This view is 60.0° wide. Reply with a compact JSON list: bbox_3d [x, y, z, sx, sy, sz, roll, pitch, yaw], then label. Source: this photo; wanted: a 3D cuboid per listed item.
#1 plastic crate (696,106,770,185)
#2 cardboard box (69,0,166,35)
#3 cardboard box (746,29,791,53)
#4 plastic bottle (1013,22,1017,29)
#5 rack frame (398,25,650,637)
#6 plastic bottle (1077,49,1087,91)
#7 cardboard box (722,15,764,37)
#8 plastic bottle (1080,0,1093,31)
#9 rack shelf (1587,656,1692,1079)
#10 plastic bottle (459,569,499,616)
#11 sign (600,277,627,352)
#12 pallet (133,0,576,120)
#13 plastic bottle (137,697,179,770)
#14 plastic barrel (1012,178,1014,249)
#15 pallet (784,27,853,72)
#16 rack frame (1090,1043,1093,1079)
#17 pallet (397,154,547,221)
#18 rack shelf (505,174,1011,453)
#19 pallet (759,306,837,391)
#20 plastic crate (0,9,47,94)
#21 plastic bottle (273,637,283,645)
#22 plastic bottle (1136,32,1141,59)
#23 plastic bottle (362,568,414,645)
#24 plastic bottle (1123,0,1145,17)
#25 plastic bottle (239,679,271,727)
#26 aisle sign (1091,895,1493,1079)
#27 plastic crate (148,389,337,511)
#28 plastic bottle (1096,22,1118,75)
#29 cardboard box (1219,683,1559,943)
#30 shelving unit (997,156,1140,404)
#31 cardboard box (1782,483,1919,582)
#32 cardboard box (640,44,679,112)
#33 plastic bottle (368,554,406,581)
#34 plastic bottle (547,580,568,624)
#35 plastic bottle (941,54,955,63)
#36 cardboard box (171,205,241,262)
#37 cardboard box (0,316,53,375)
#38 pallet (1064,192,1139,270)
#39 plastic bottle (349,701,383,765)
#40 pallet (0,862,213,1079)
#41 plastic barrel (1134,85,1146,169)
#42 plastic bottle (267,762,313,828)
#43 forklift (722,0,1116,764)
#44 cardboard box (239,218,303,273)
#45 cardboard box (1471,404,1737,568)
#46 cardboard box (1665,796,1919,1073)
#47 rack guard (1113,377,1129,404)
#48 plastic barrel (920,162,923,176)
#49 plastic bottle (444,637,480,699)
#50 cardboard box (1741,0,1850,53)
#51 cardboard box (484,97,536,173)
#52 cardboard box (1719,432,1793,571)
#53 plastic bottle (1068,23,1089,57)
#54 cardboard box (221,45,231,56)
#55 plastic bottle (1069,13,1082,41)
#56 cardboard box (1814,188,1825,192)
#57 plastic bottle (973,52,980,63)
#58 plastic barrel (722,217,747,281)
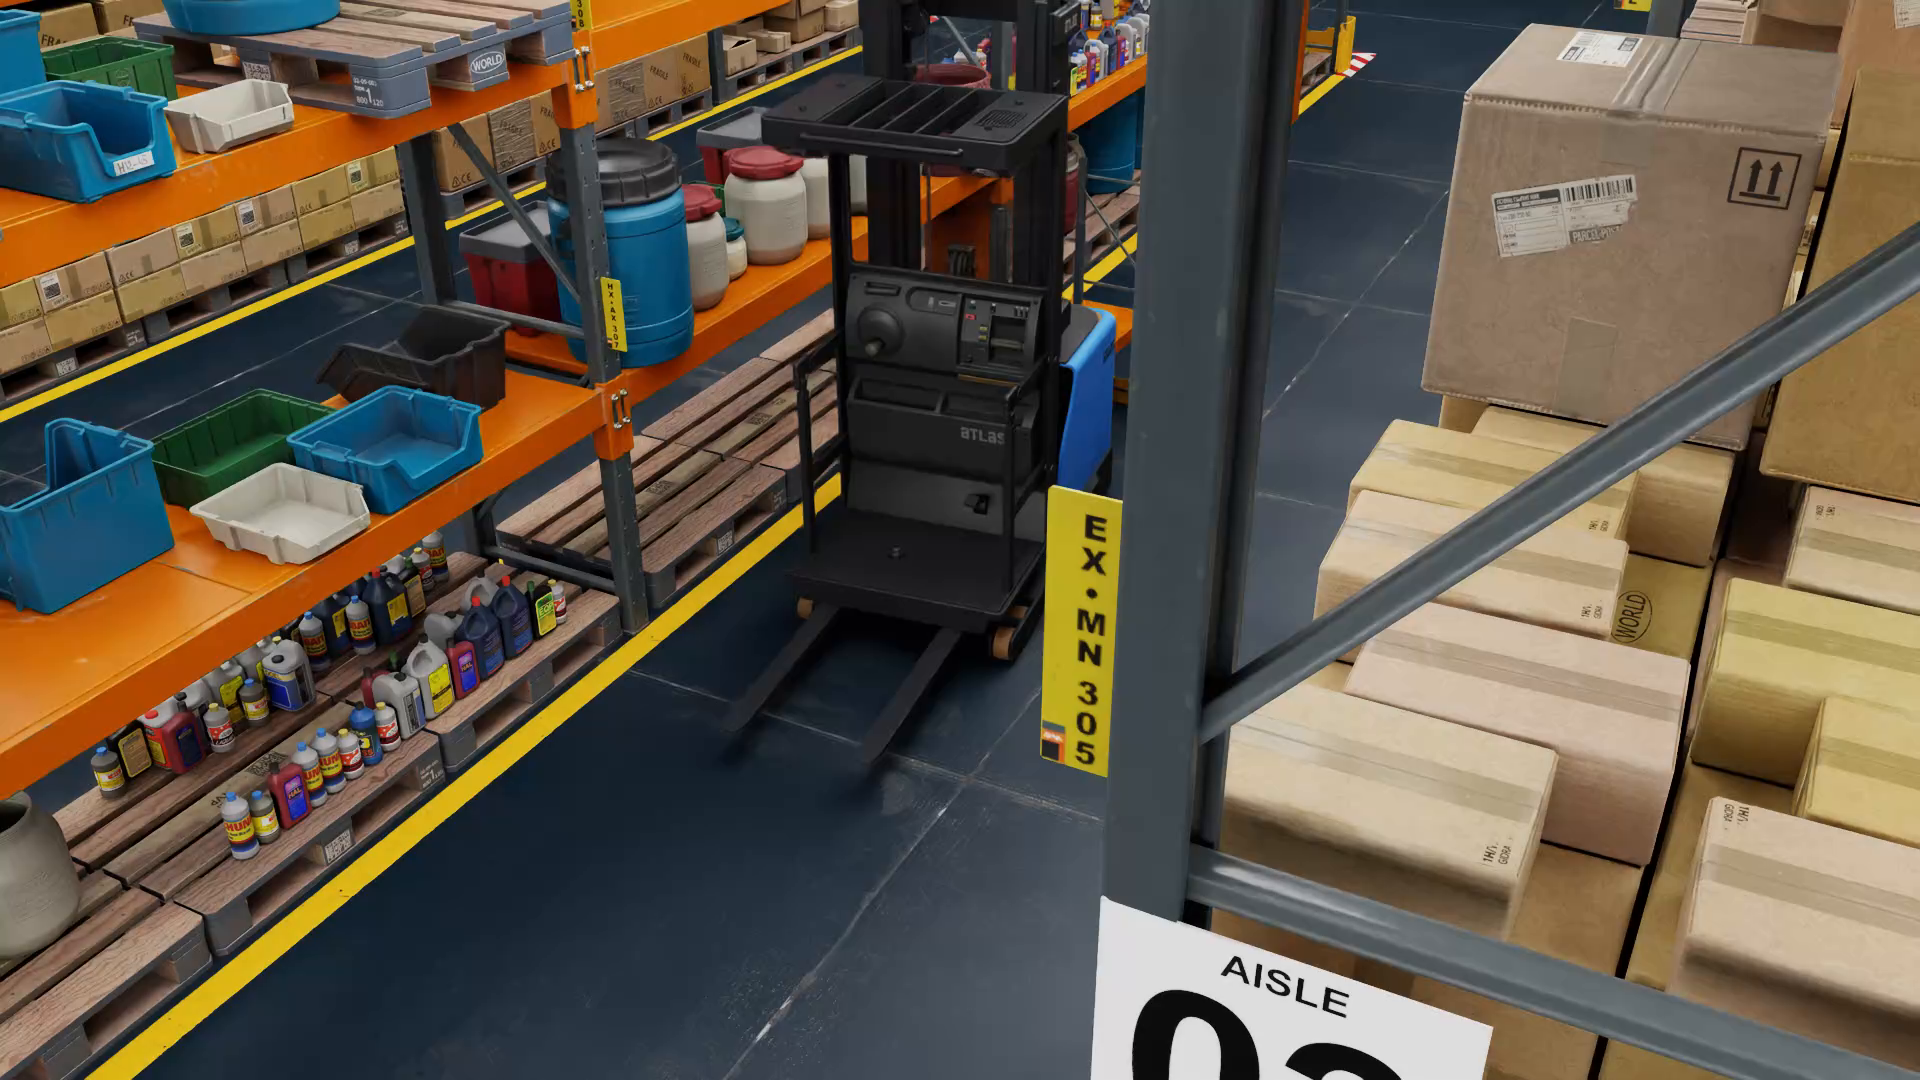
[{"bbox_3d":[-1.158,-2.132,9.386,0.402,0.464,0.583,14,33,23],"label":"plastic crate"},{"bbox_3d":[-8.112,-4.932,16.063,0.750,0.750,0.750,14,33,23],"label":"cardboard box"},{"bbox_3d":[-1.966,-5.135,17.083,0.380,0.166,0.250,14,33,23],"label":"cardboard box"},{"bbox_3d":[0.430,-3.715,12.256,0.144,0.351,0.185,14,33,23],"label":"plastic bottle"},{"bbox_3d":[-1.971,-0.978,7.441,1.000,3.000,0.127,14,33,23],"label":"rack frame"},{"bbox_3d":[0.834,-3.269,11.559,0.097,0.271,0.097,0,30,0],"label":"plastic bottle"},{"bbox_3d":[-2.386,-5.324,17.267,0.500,0.311,0.500,14,33,23],"label":"cardboard box"},{"bbox_3d":[0.956,-4.190,13.158,0.152,0.276,0.135,14,33,23],"label":"plastic bottle"},{"bbox_3d":[1.527,0.043,3.372,1.077,0.370,4.000,14,33,23],"label":"rack shelf"},{"bbox_3d":[-2.137,0.298,7.437,0.144,0.351,0.185,14,33,23],"label":"plastic bottle"},{"bbox_3d":[-1.487,-0.968,7.146,0.100,0.325,0.005,14,33,23],"label":"sign"},{"bbox_3d":[-2.213,-1.855,6.145,1.213,0.211,1.003,14,33,23],"label":"pallet"},{"bbox_3d":[-3.208,0.766,6.696,0.152,0.276,0.135,15,33,24],"label":"plastic bottle"},{"bbox_3d":[0.236,-2.346,11.899,0.421,0.512,0.421,0,30,0],"label":"plastic barrel"},{"bbox_3d":[-1.867,-5.288,17.746,1.003,0.211,1.213,14,33,23],"label":"pallet"},{"bbox_3d":[0.616,1.919,2.396,1.000,3.000,0.127,14,33,23],"label":"rack frame"},{"bbox_3d":[-4.183,-2.990,13.744,1.003,0.211,1.213,14,33,23],"label":"pallet"},{"bbox_3d":[-1.060,-1.553,9.164,1.077,0.370,4.000,14,33,23],"label":"rack shelf"},{"bbox_3d":[-0.537,-1.207,10.641,1.003,0.211,1.213,14,33,23],"label":"pallet"},{"bbox_3d":[-3.193,-1.412,5.201,0.392,0.384,0.575,14,33,23],"label":"plastic crate"},{"bbox_3d":[-2.944,0.512,7.214,0.097,0.201,0.097,0,30,0],"label":"plastic bottle"},{"bbox_3d":[1.295,-3.687,12.359,0.097,0.201,0.097,0,30,0],"label":"plastic bottle"},{"bbox_3d":[-2.580,0.276,7.475,0.144,0.351,0.185,14,33,23],"label":"plastic bottle"},{"bbox_3d":[1.333,-3.972,12.704,0.144,0.351,0.185,14,33,23],"label":"plastic bottle"},{"bbox_3d":[-2.946,0.671,6.938,0.097,0.201,0.097,0,30,0],"label":"plastic bottle"},{"bbox_3d":[0.320,0.751,1.820,0.394,0.787,0.004,14,33,23],"label":"aisle sign"},{"bbox_3d":[-2.841,-0.348,6.557,0.450,0.188,0.662,14,33,23],"label":"plastic crate"},{"bbox_3d":[1.044,-3.533,11.940,0.144,0.351,0.185,14,33,23],"label":"plastic bottle"},{"bbox_3d":[0.464,0.316,1.925,0.380,0.149,0.250,14,33,23],"label":"cardboard box"},{"bbox_3d":[0.673,-1.279,9.471,0.587,1.500,1.083,15,33,24],"label":"shelving unit"},{"bbox_3d":[1.458,-0.004,2.482,0.380,0.149,0.250,14,33,23],"label":"cardboard box"},{"bbox_3d":[-2.937,-4.256,15.217,0.500,0.500,0.500,14,33,23],"label":"cardboard box"},{"bbox_3d":[-2.630,0.204,7.676,0.152,0.276,0.135,16,33,25],"label":"plastic bottle"},{"bbox_3d":[-1.859,0.276,7.625,0.097,0.201,0.097,0,30,0],"label":"plastic bottle"},{"bbox_3d":[-0.082,-3.207,11.452,0.097,0.271,0.097,0,30,0],"label":"plastic bottle"},{"bbox_3d":[-5.270,-2.145,11.249,0.500,0.311,0.500,15,33,25],"label":"cardboard box"},{"bbox_3d":[-5.975,-1.216,10.194,0.500,0.250,0.500,13,33,22],"label":"cardboard box"},{"bbox_3d":[0.730,-2.440,12.787,1.003,0.211,1.213,14,33,23],"label":"pallet"},{"bbox_3d":[-2.396,0.768,6.698,0.097,0.271,0.097,0,30,0],"label":"plastic bottle"},{"bbox_3d":[-3.426,1.601,5.750,1.003,0.211,1.213,14,33,23],"label":"pallet"},{"bbox_3d":[1.410,-3.559,13.621,0.600,0.901,0.708,14,33,23],"label":"plastic barrel"},{"bbox_3d":[-2.571,0.953,6.364,0.061,0.283,0.133,15,33,24],"label":"plastic bottle"},{"bbox_3d":[-0.155,-0.939,7.442,1.130,2.935,3.031,10,31,17],"label":"forklift"},{"bbox_3d":[-5.043,-2.126,11.780,0.500,0.250,0.500,15,33,24],"label":"cardboard box"},{"bbox_3d":[1.031,-0.117,2.679,0.380,0.149,0.250,15,33,24],"label":"cardboard box"},{"bbox_3d":[0.947,0.441,1.709,0.380,0.149,0.250,14,33,23],"label":"cardboard box"},{"bbox_3d":[0.912,-0.955,10.161,0.587,0.250,0.087,15,33,24],"label":"rack guard"},{"bbox_3d":[-0.428,-2.295,9.622,0.421,0.512,0.421,0,30,0],"label":"plastic barrel"},{"bbox_3d":[-2.133,0.527,7.106,0.061,0.283,0.133,17,34,27],"label":"plastic bottle"},{"bbox_3d":[2.740,-1.568,4.931,0.797,0.503,0.637,13,32,21],"label":"cardboard box"},{"bbox_3d":[-3.862,-3.354,13.646,0.500,0.500,0.500,13,32,22],"label":"cardboard box"},{"bbox_3d":[1.524,0.079,2.738,0.500,0.250,0.500,14,33,23],"label":"cardboard box"},{"bbox_3d":[0.847,-3.508,11.896,0.144,0.351,0.185,14,33,23],"label":"plastic bottle"},{"bbox_3d":[-5.137,-3.485,11.897,0.500,0.311,0.500,14,33,23],"label":"cardboard box"},{"bbox_3d":[0.836,-3.907,12.666,0.152,0.276,0.135,14,33,23],"label":"plastic bottle"},{"bbox_3d":[2.462,-0.829,4.320,0.500,0.250,0.500,16,33,25],"label":"cardboard box"},{"bbox_3d":[0.095,-3.349,11.770,0.097,0.201,0.097,0,30,0],"label":"plastic bottle"},{"bbox_3d":[-1.232,-1.470,8.436,0.301,0.262,0.301,0,30,0],"label":"plastic barrel"}]
